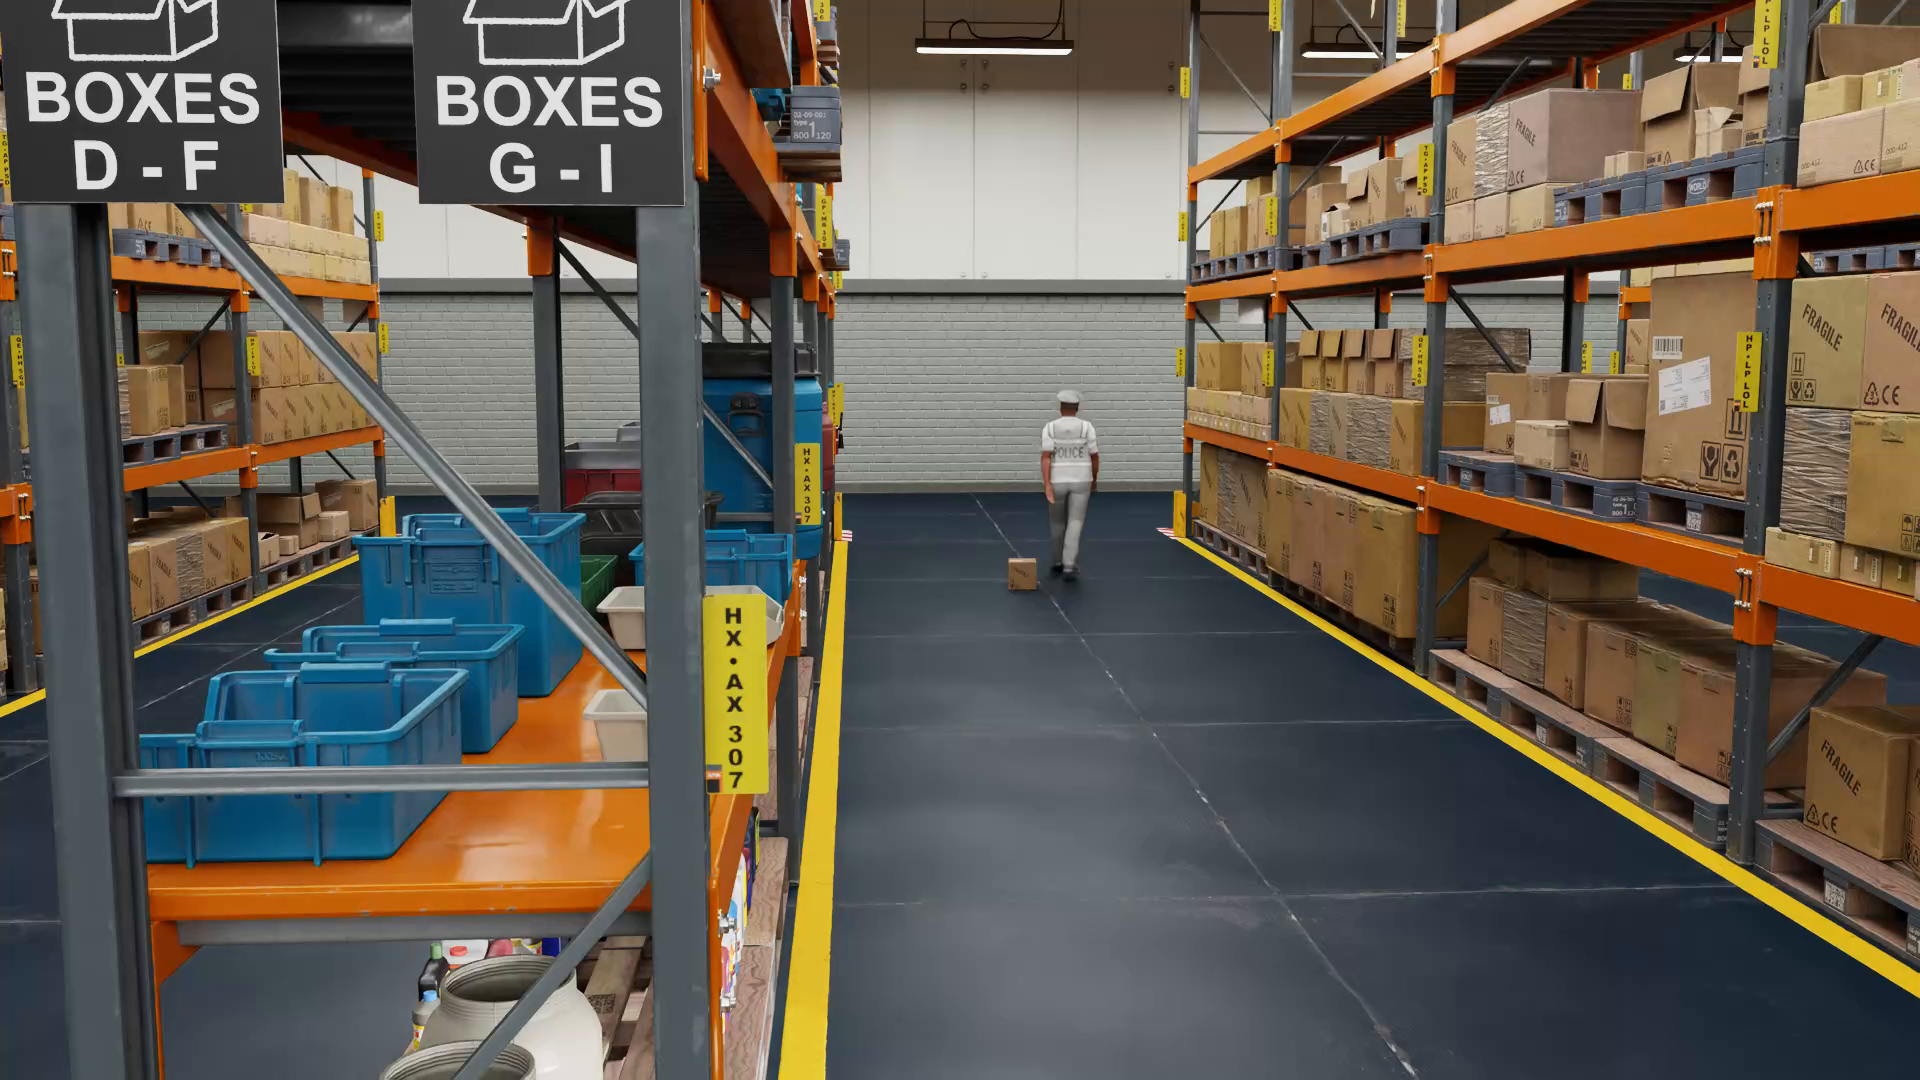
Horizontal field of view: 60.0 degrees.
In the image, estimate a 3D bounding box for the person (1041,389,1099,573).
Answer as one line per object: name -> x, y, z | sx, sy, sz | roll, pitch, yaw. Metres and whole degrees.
person -> 1.054, -0.570, 15.789 | 0.531, 1.724, 1.007 | 1, 7, 10
